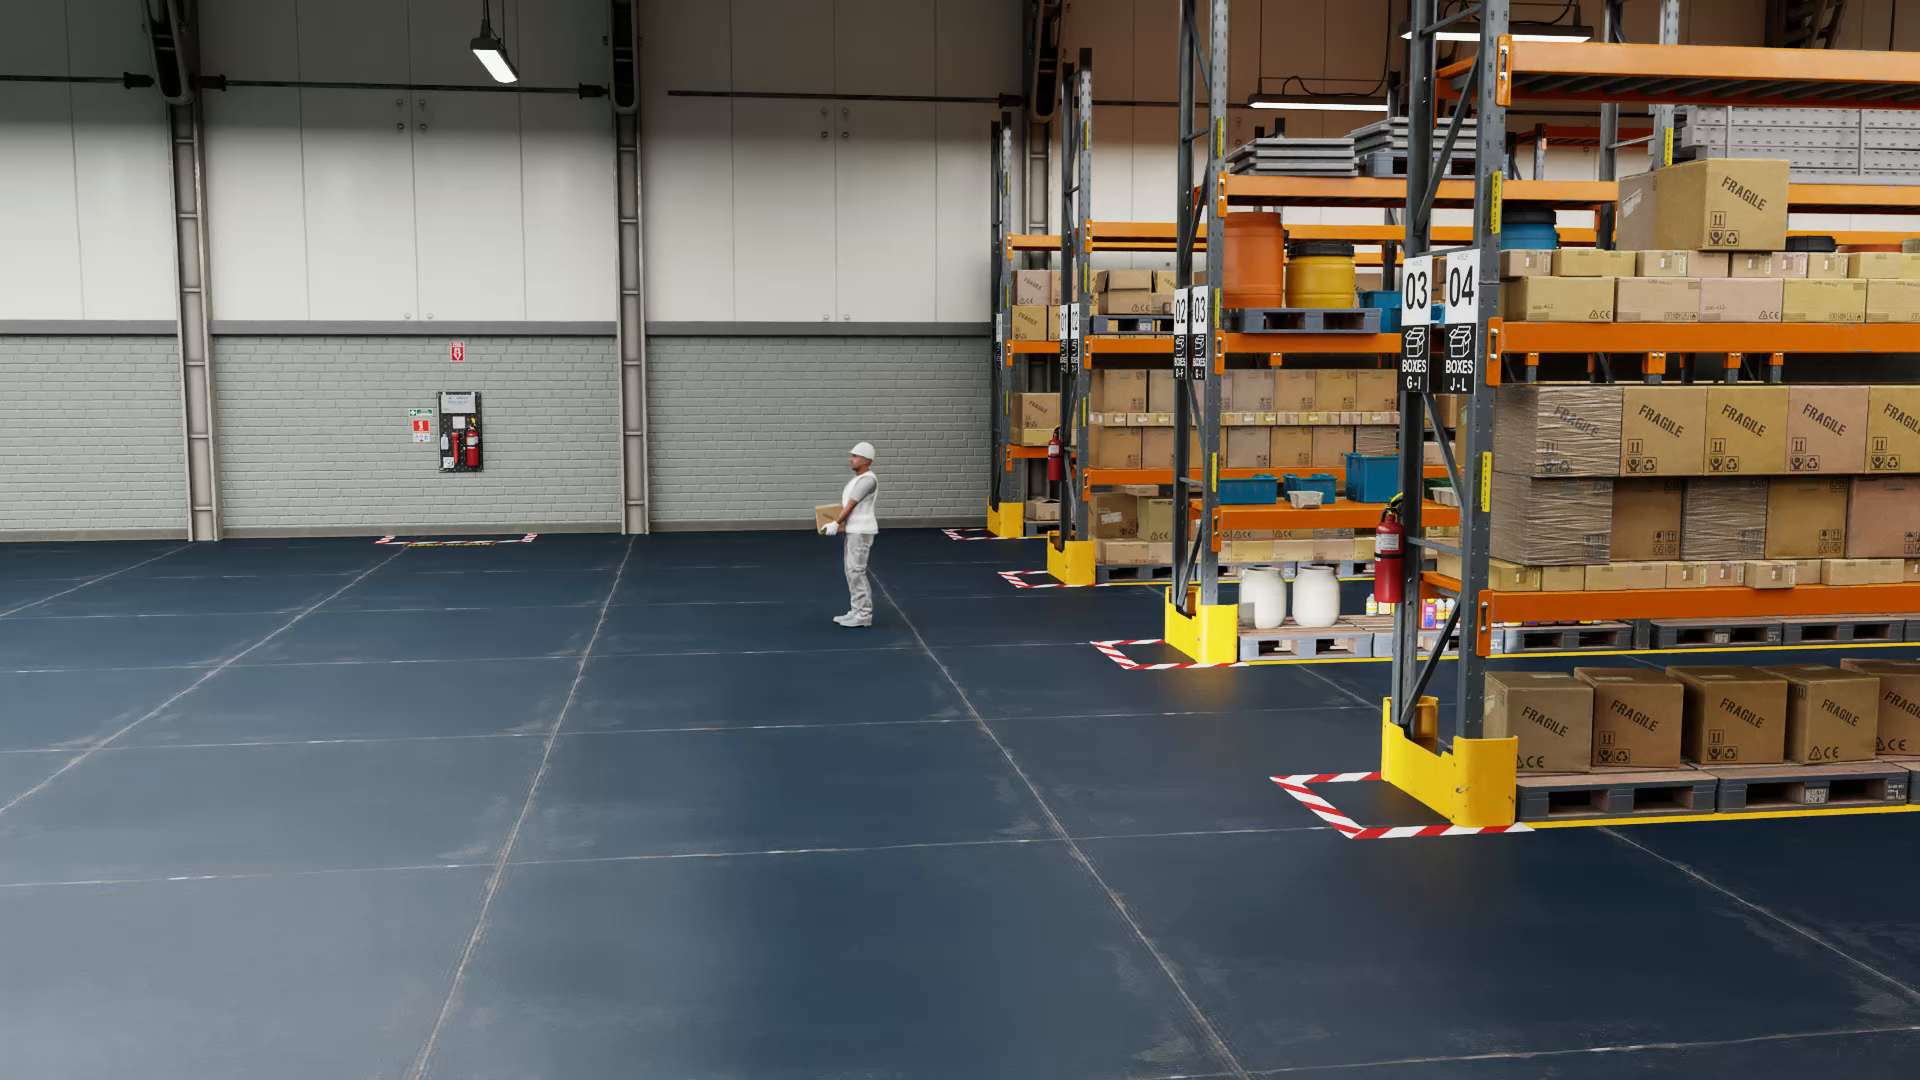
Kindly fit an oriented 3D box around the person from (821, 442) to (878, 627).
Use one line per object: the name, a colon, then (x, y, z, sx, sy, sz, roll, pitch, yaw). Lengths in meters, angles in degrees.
person: (-1.075, -0.056, 16.133, 0.569, 1.779, 0.488, -1, 6, -8)
